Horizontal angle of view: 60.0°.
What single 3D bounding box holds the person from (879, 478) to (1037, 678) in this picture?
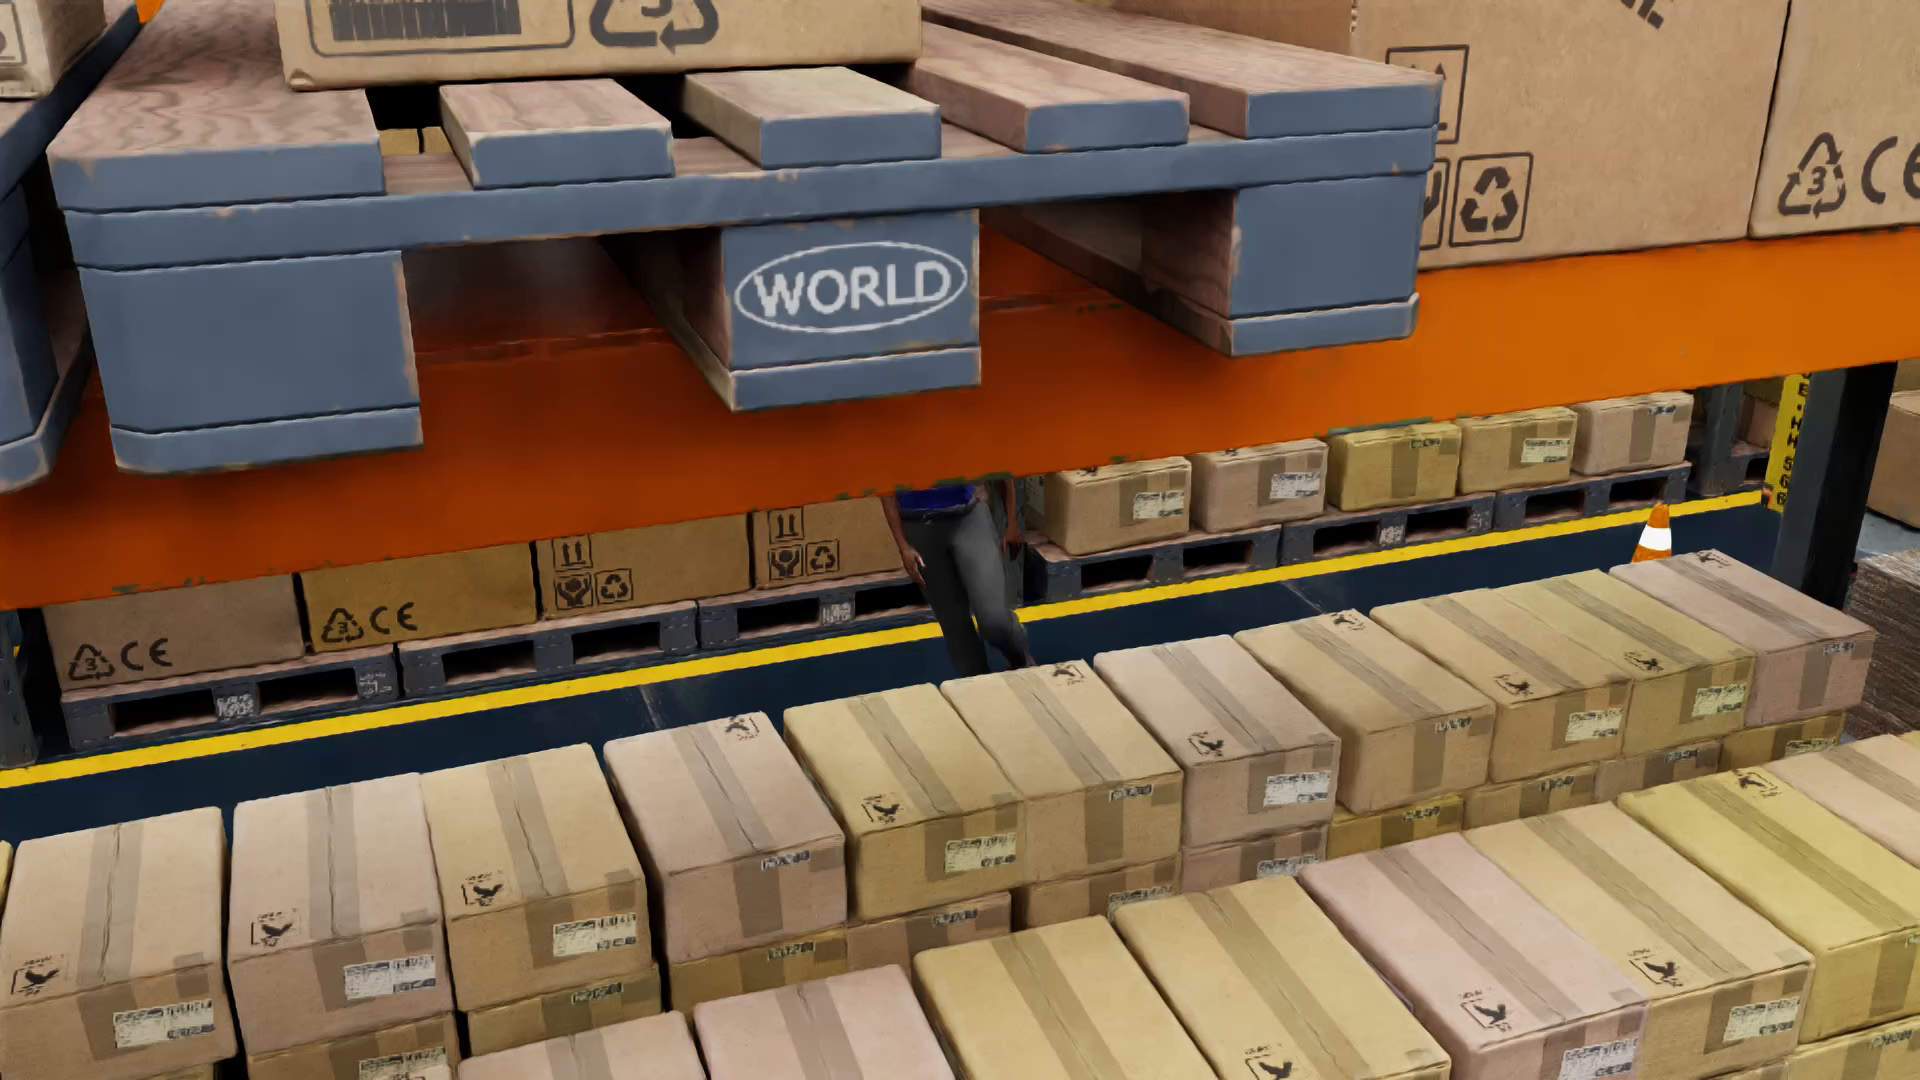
[{"bbox_3d":[-0.016,-0.030,6.176,0.629,1.611,0.494,4,23,10],"label":"person"}]
